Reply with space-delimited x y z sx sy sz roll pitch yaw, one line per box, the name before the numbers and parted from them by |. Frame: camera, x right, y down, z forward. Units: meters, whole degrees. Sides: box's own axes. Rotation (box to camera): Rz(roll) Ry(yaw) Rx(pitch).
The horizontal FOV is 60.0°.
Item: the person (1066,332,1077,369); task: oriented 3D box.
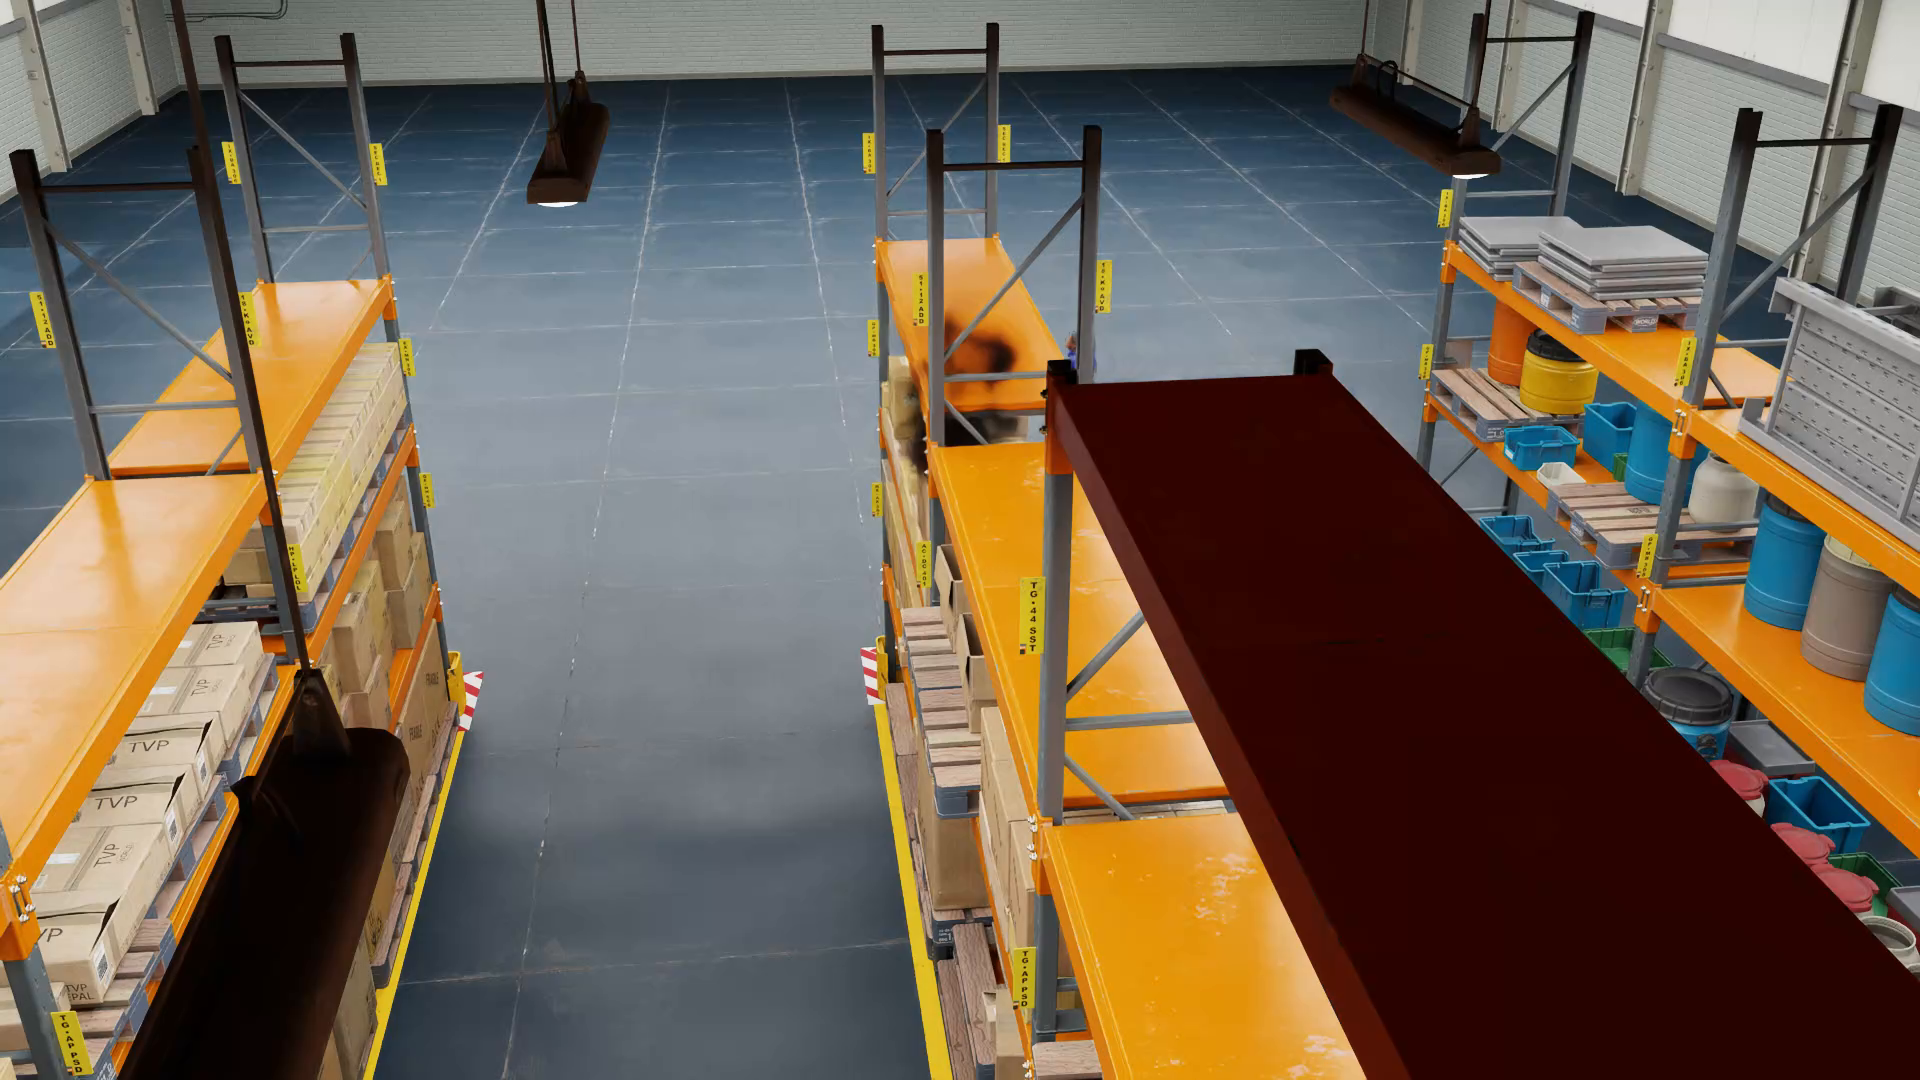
person | 1.381 -1.771 20.368 0.583 1.593 0.573 6 26 13
